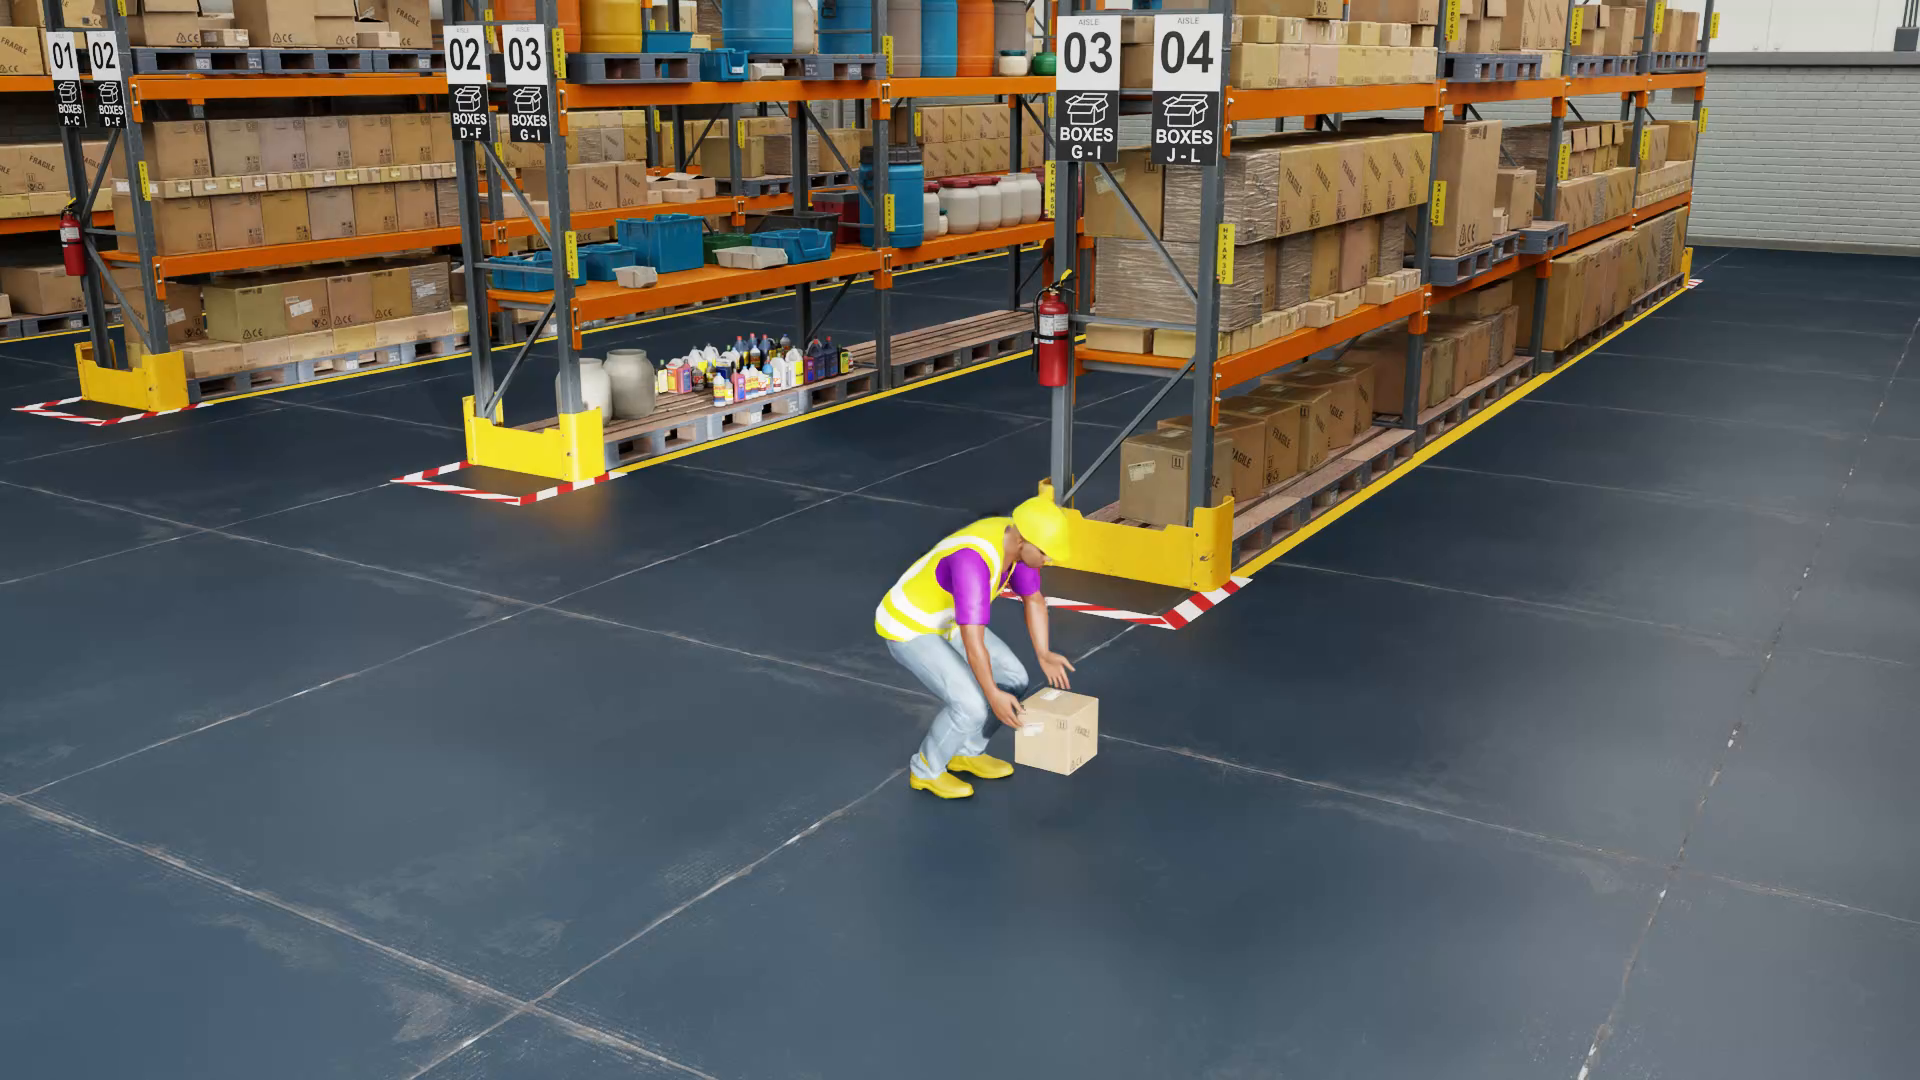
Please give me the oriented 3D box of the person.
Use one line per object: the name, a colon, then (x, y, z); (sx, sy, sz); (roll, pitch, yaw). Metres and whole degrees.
person: (0.071, 0.408, 6.940); (0.813, 1.288, 0.628); (10, 19, 30)
